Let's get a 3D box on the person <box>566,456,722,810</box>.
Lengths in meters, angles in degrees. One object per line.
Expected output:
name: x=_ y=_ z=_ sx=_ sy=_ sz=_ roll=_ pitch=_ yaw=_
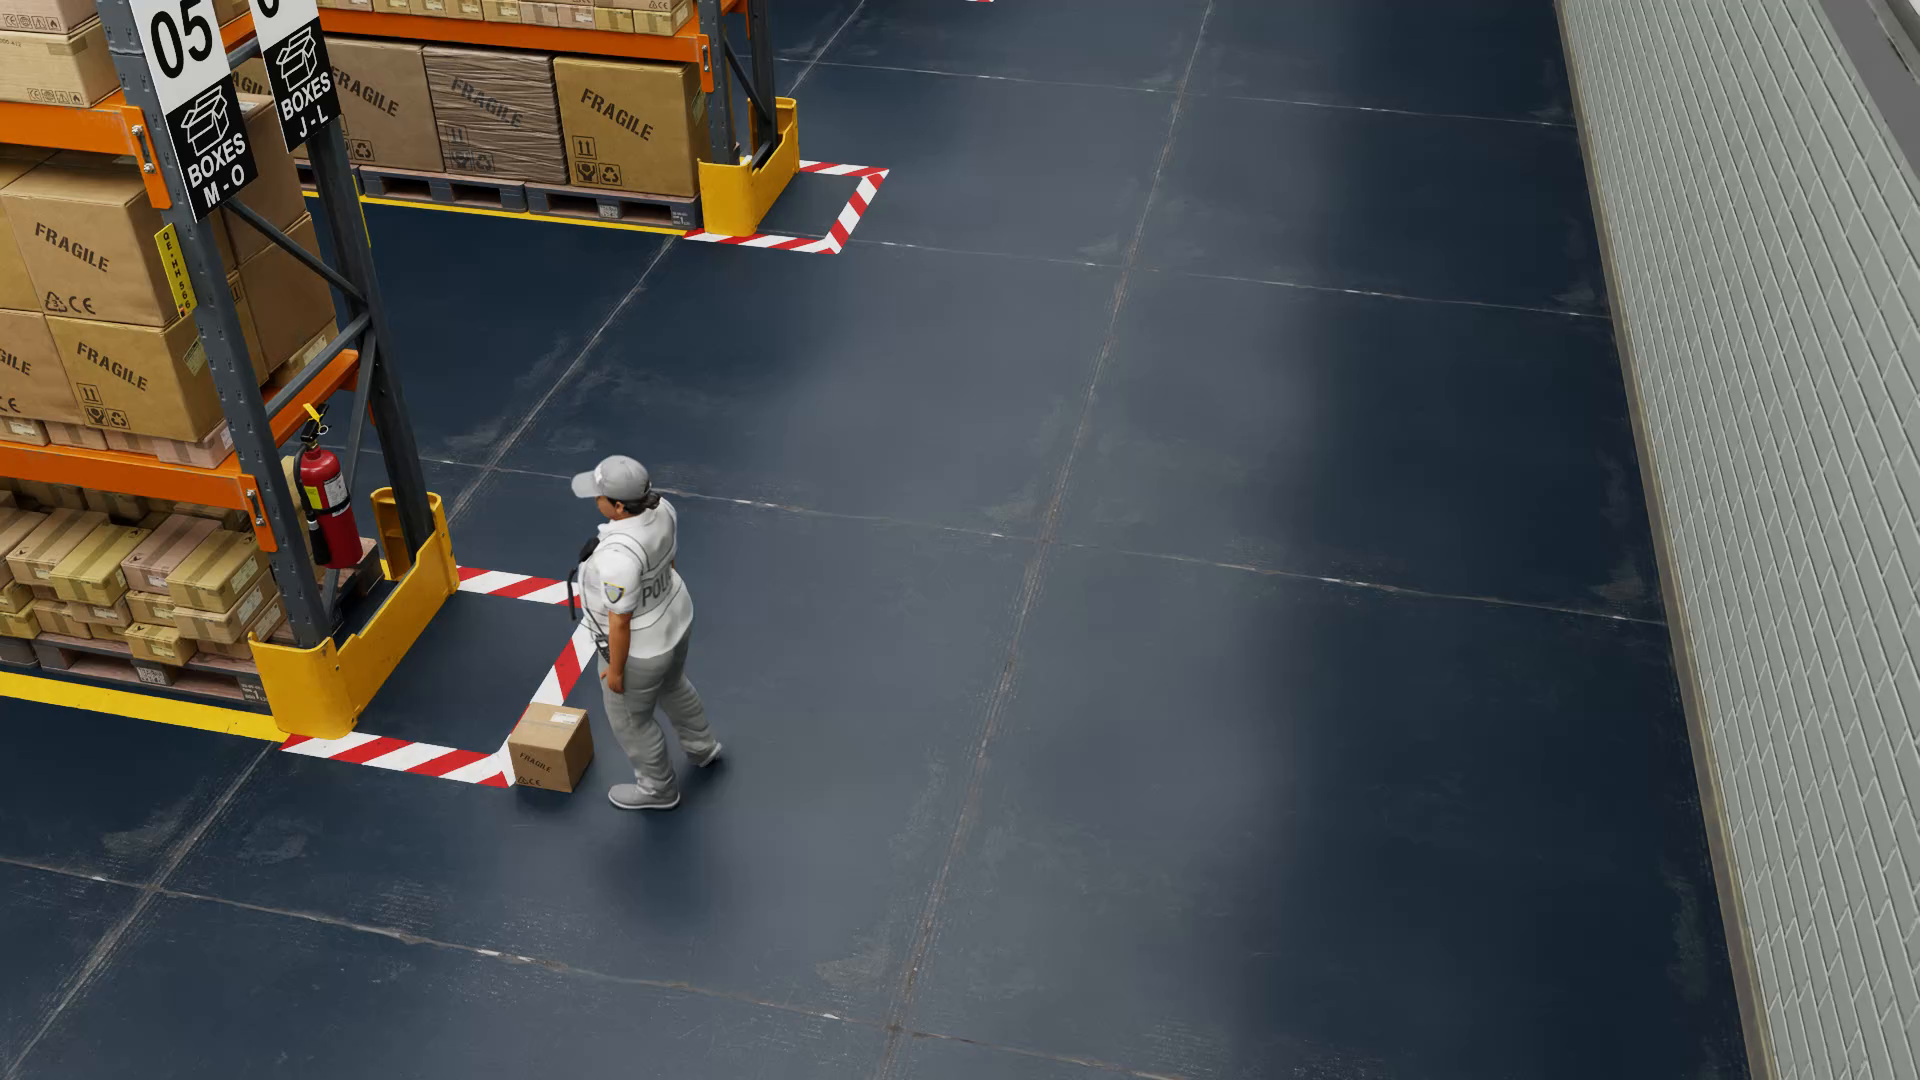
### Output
person: x=-1.244 y=0.408 z=6.508 sx=0.388 sy=1.761 sz=0.497 roll=8 pitch=38 yaw=11
